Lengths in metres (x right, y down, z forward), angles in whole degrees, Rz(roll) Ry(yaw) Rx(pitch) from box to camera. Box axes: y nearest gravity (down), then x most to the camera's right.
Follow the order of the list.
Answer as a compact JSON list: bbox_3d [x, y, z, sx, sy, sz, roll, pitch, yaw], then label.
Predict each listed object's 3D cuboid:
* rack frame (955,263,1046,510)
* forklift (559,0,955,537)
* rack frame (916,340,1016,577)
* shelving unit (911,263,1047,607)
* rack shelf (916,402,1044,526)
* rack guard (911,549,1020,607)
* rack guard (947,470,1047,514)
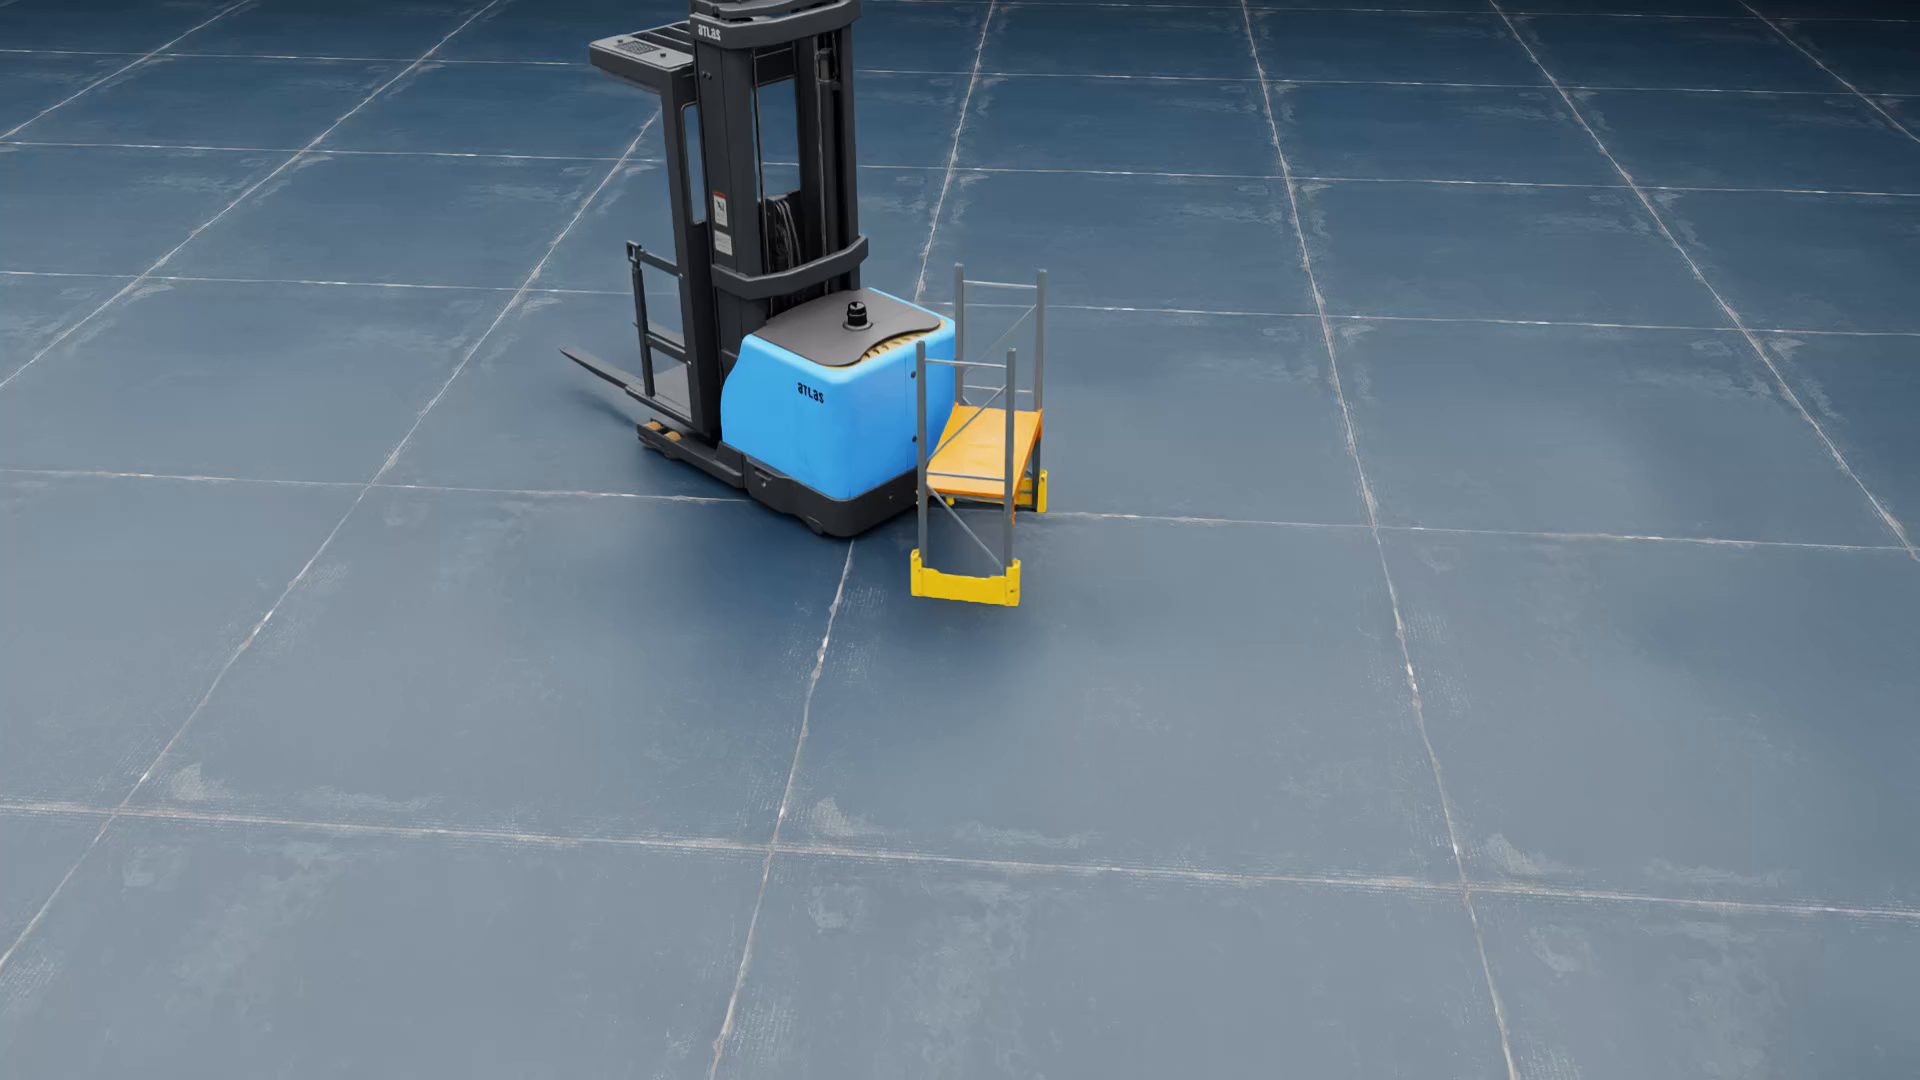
[{"bbox_3d":[0.221,-0.850,9.480,0.500,1.500,0.032,6,32,9],"label":"rack frame"},{"bbox_3d":[-1.384,-1.929,9.866,3.031,2.935,1.130,27,41,36],"label":"forklift"},{"bbox_3d":[0.028,-0.326,8.630,0.500,1.500,0.032,6,32,9],"label":"rack frame"},{"bbox_3d":[0.123,-0.583,9.048,0.587,1.500,1.083,6,32,9],"label":"shelving unit"},{"bbox_3d":[0.125,-0.435,9.149,0.538,0.185,1.000,6,32,9],"label":"rack shelf"},{"bbox_3d":[0.029,0.205,8.959,0.587,0.250,0.087,6,32,9],"label":"rack guard"},{"bbox_3d":[0.217,-0.308,9.792,0.587,0.250,0.087,6,32,9],"label":"rack guard"}]
